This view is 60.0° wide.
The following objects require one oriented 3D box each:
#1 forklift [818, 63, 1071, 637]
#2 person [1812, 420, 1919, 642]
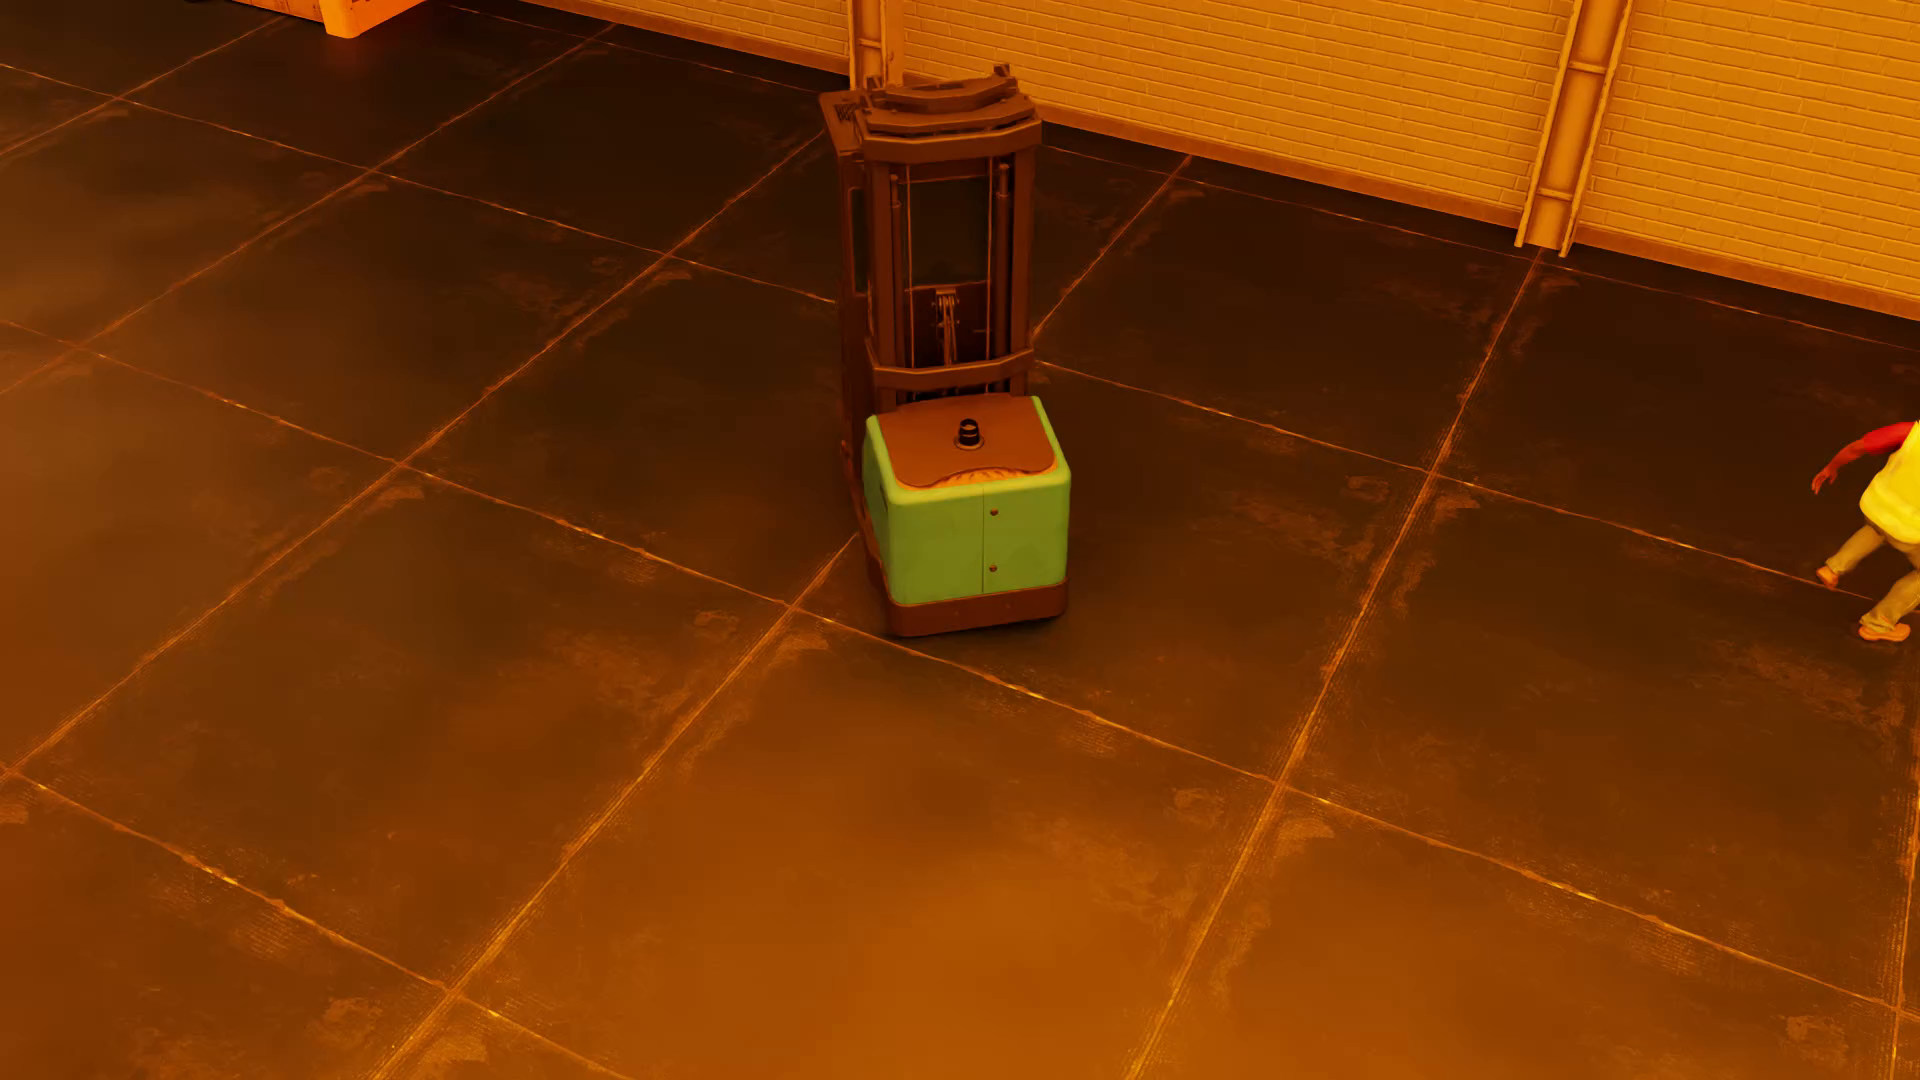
[{"bbox_3d":[-0.183,-1.522,9.793,1.130,2.935,3.031,-8,41,-9],"label":"forklift"},{"bbox_3d":[5.262,-0.181,9.193,0.638,1.662,0.848,-18,43,-21],"label":"person"}]
